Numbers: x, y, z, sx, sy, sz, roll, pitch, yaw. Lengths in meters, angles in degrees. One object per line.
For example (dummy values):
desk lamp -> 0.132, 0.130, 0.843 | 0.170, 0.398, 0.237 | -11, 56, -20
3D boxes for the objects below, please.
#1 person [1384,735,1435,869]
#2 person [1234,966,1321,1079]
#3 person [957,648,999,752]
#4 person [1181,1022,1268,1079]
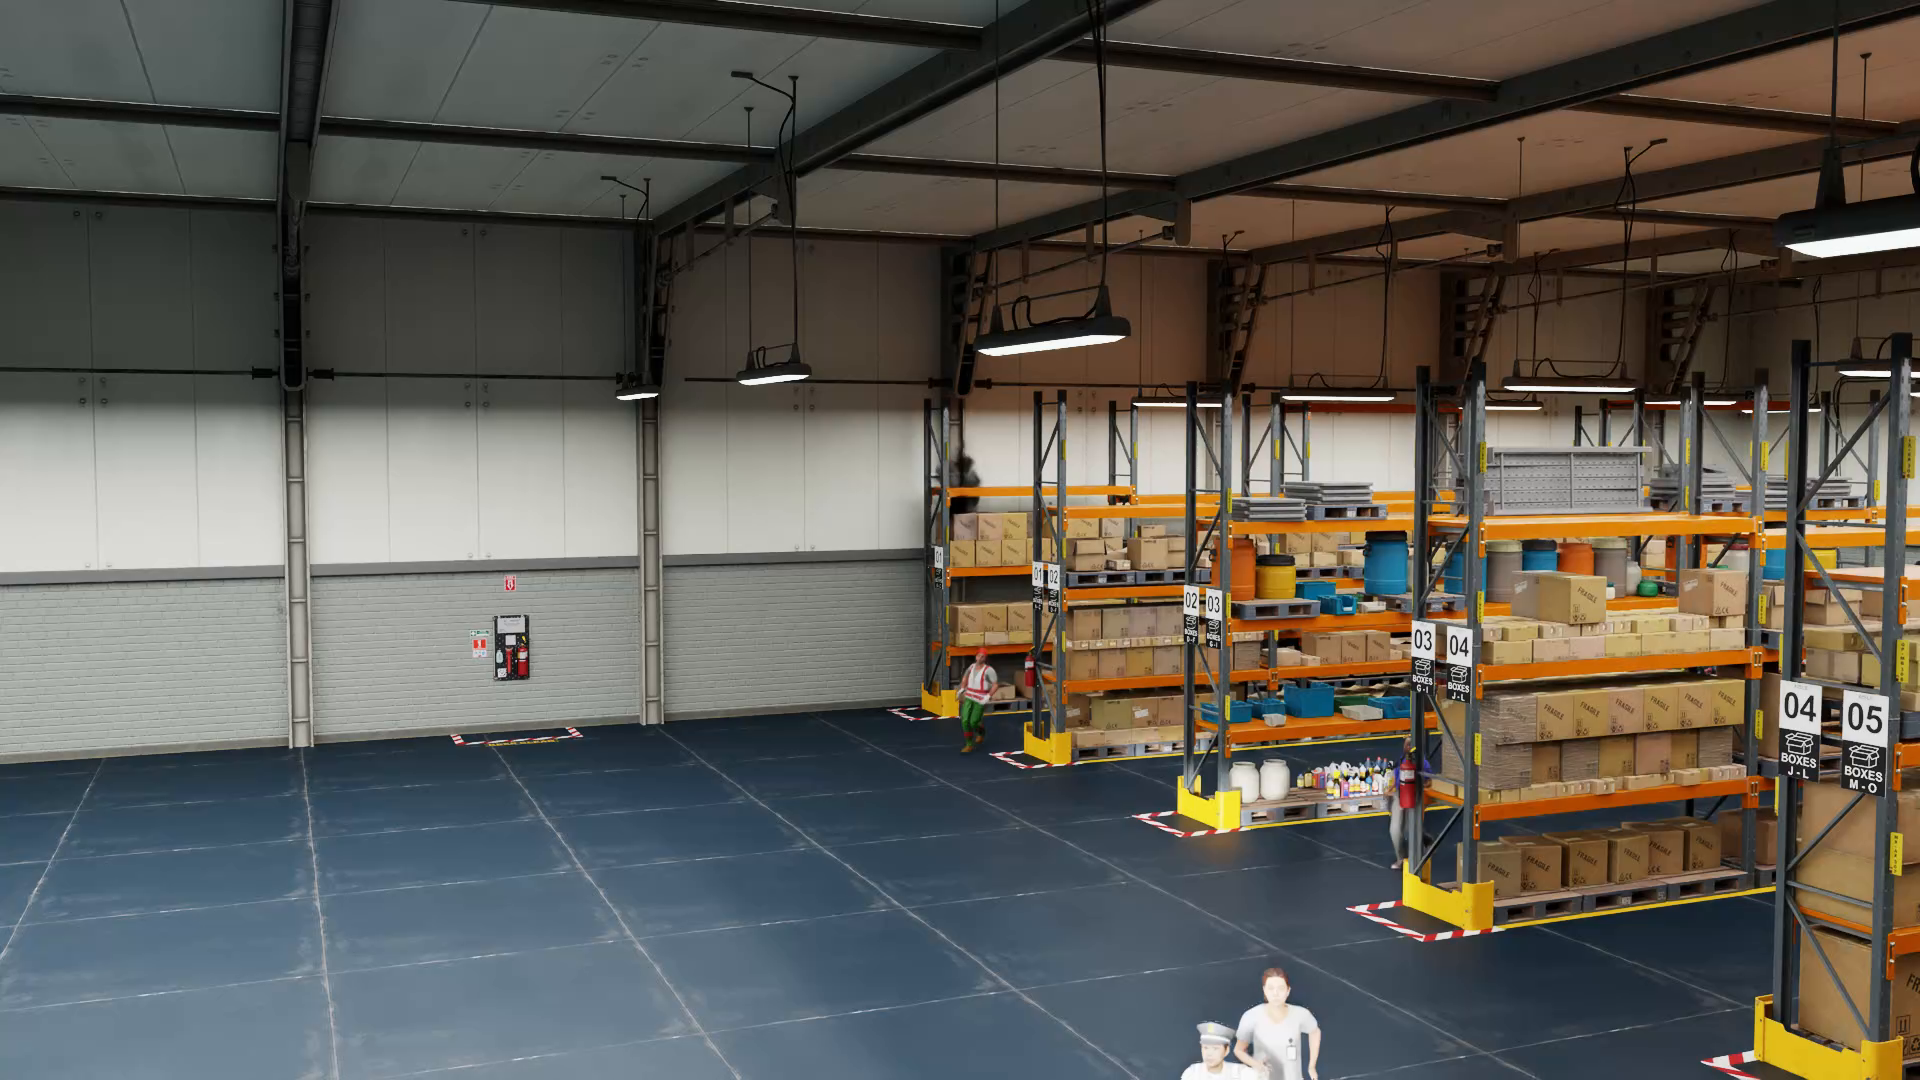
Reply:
person -> 5.475, 3.168, 20.223 | 0.644, 1.605, 0.577 | -3, 4, -37
person -> 2.093, 3.652, 10.987 | 0.558, 1.674, 0.963 | 1, 3, 13
person -> 0.321, 2.667, 27.797 | 0.715, 1.741, 0.601 | 2, 4, 31
person -> 1.597, 3.744, 10.119 | 0.639, 1.654, 0.679 | 1, 4, 22
